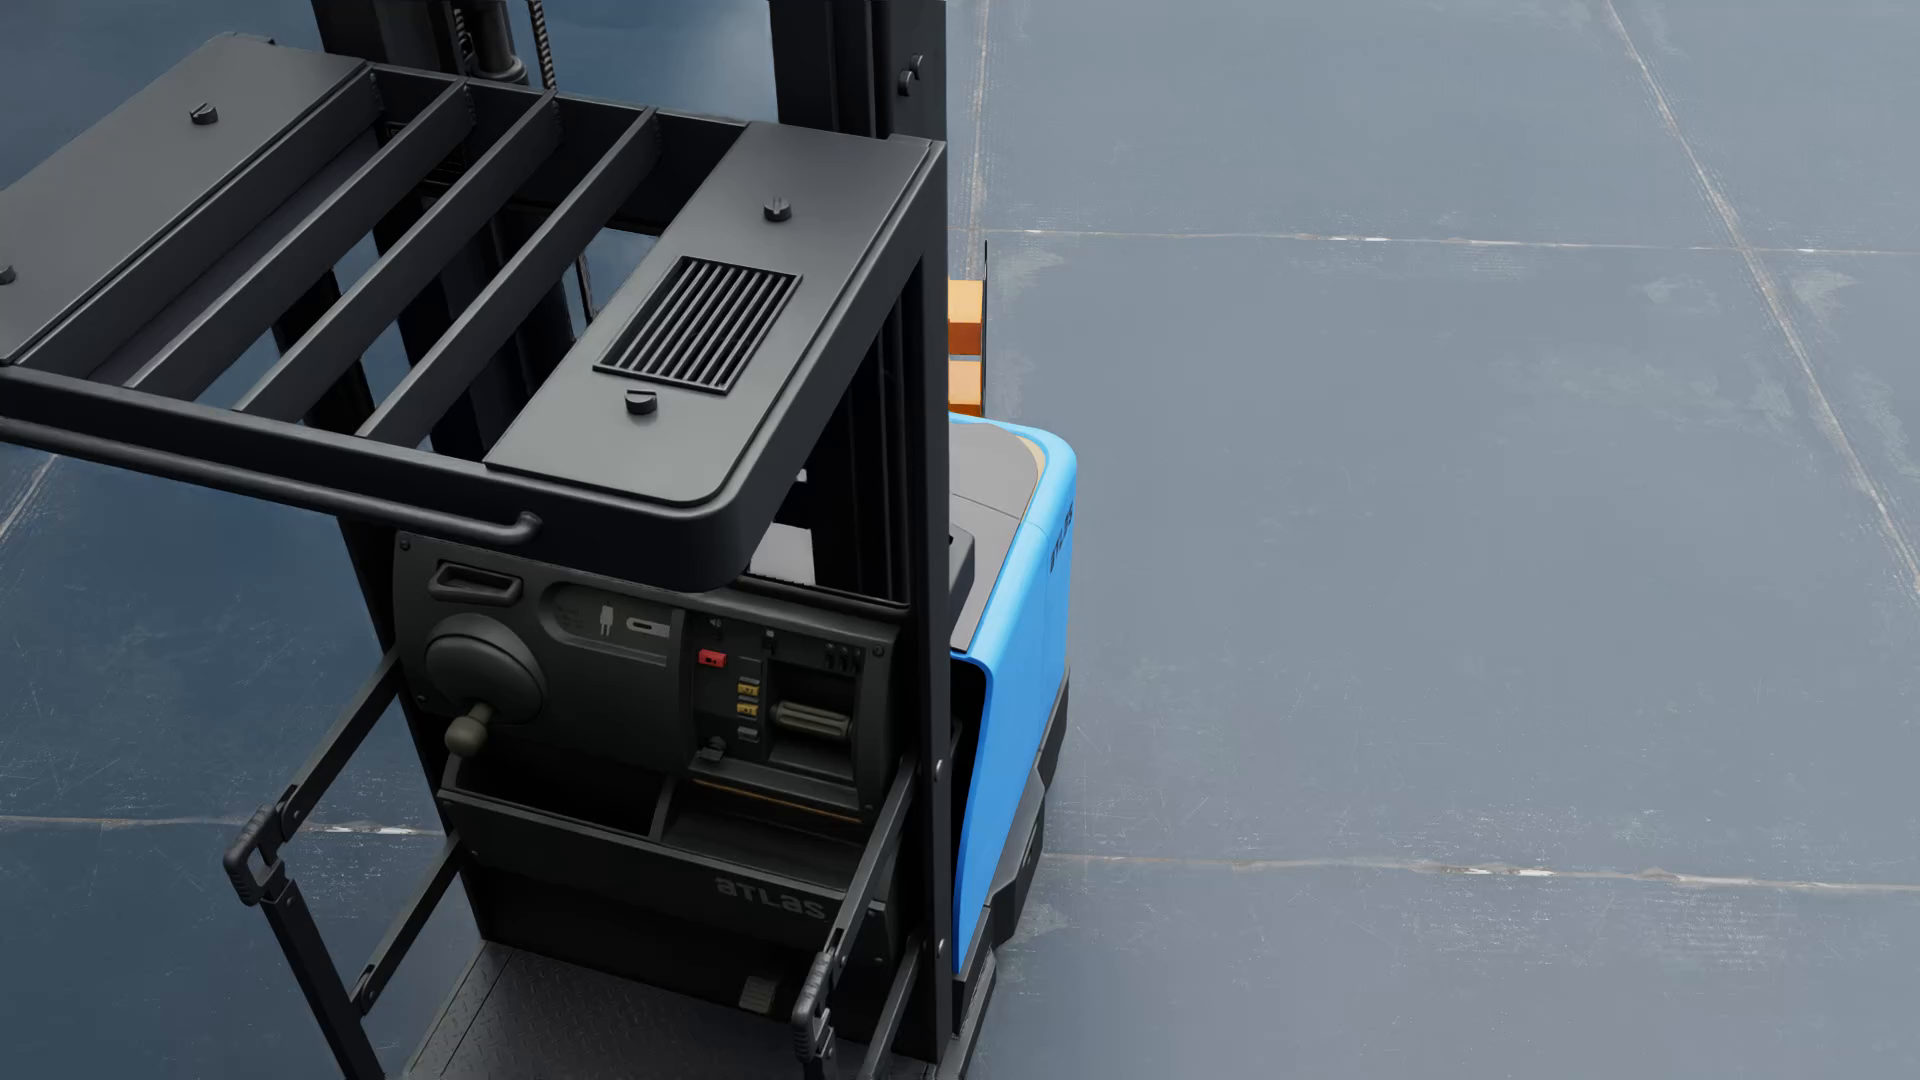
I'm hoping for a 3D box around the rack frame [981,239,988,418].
[{"bbox_3d":[0.068,-0.382,4.890,0.008,1.050,0.200,2,43,2],"label":"rack frame"}]

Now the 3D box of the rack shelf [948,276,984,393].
[{"bbox_3d":[-0.053,-0.586,4.708,0.240,0.259,0.215,2,43,2],"label":"rack shelf"}]

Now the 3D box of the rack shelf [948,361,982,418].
[{"bbox_3d":[-0.053,-0.378,4.901,0.240,0.259,0.215,2,43,2],"label":"rack shelf"}]

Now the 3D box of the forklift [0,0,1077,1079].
[{"bbox_3d":[-0.623,0.328,2.747,1.130,2.935,3.031,12,44,12],"label":"forklift"}]

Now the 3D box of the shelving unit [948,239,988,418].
[{"bbox_3d":[-0.053,-0.386,4.894,0.252,1.050,0.215,2,43,2],"label":"shelving unit"}]
